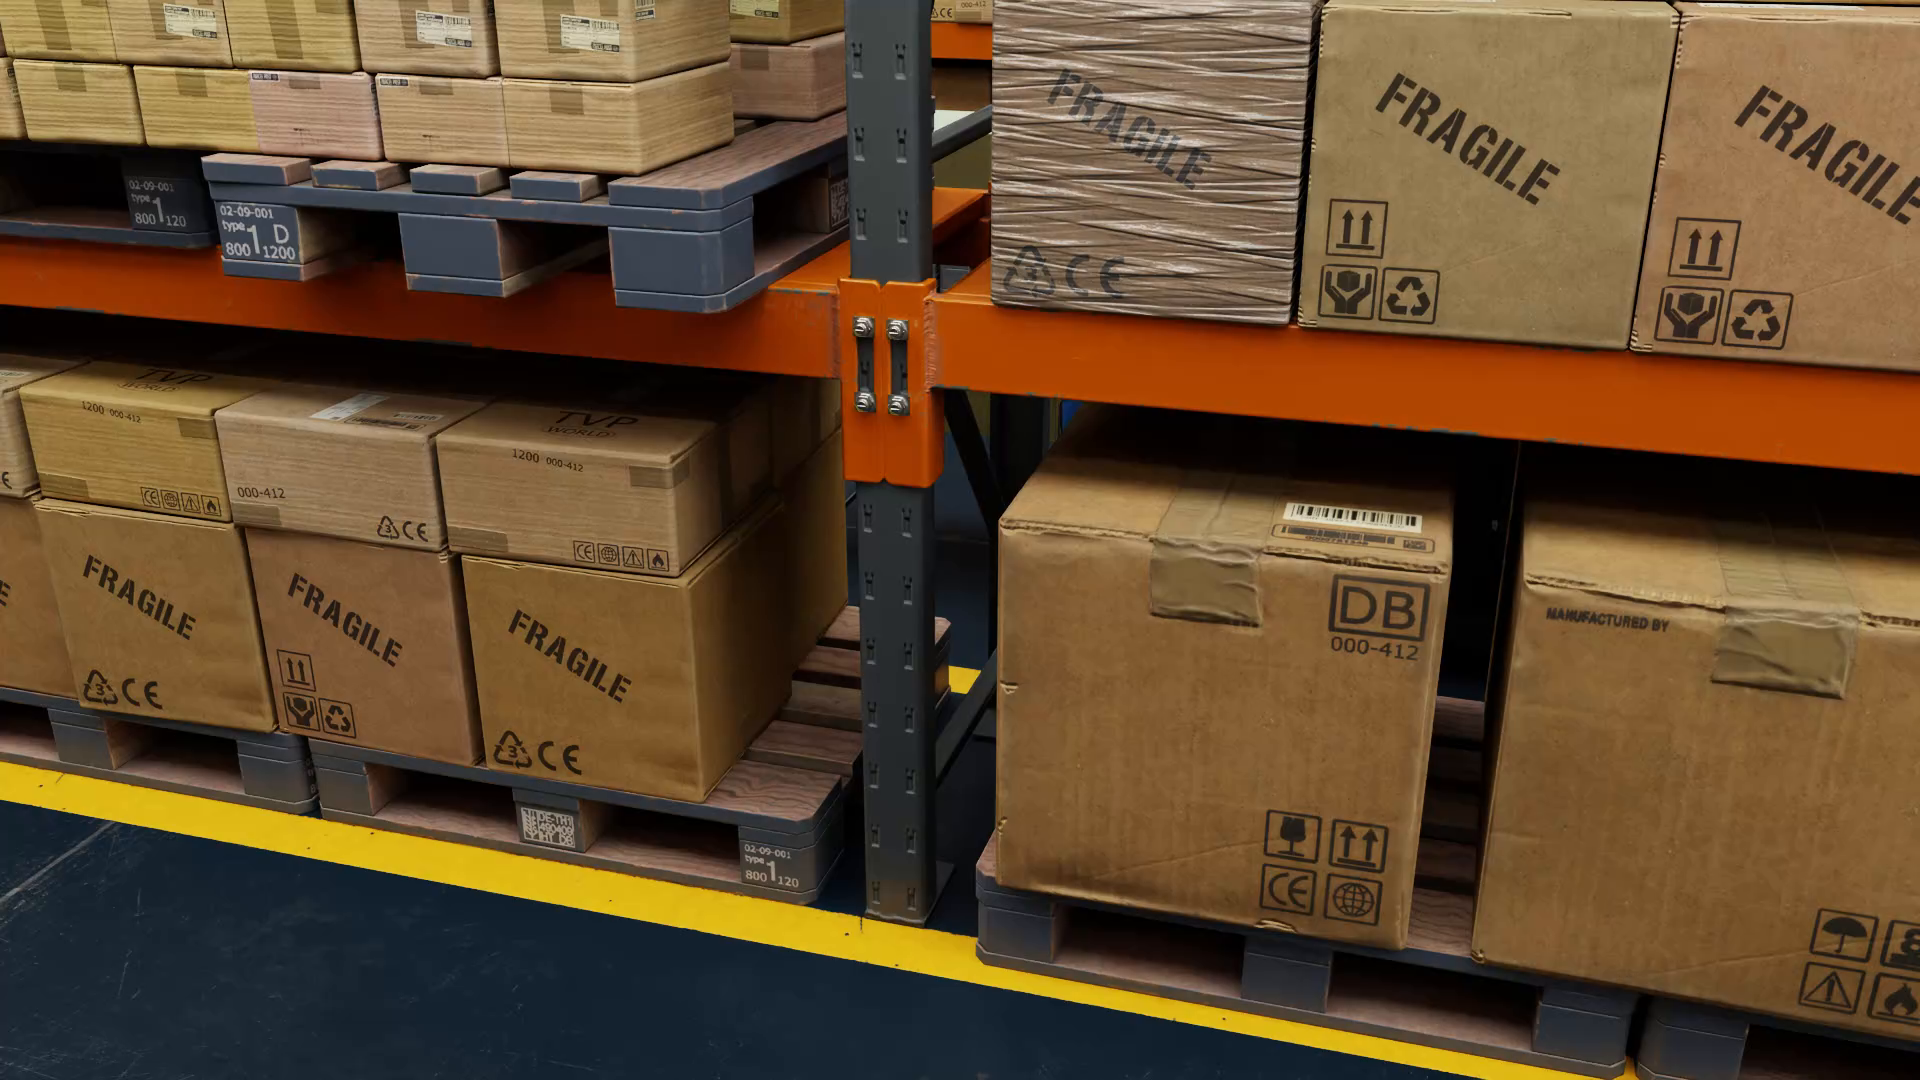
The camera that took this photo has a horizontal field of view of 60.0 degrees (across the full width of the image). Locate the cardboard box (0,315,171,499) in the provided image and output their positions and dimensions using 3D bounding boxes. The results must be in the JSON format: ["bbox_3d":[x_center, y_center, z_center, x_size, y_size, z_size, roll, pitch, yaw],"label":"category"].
[{"bbox_3d":[-2.190,-0.322,3.855,0.500,0.250,0.500,7,23,18],"label":"cardboard box"}]

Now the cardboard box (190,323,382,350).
[{"bbox_3d":[-1.535,-0.454,4.175,0.500,0.250,0.500,7,23,16],"label":"cardboard box"}]

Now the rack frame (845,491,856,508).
[{"bbox_3d":[-0.344,-0.733,5.081,0.023,1.500,0.400,7,23,16],"label":"rack frame"}]

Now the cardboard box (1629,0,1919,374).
[{"bbox_3d":[1.333,-0.580,2.599,0.500,0.500,0.500,7,23,15],"label":"cardboard box"}]

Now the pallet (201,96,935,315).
[{"bbox_3d":[-0.702,-0.741,3.378,1.003,0.211,1.213,7,23,16],"label":"pallet"}]

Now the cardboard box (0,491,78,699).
[{"bbox_3d":[-2.175,0.020,4.009,0.500,0.500,0.500,7,23,16],"label":"cardboard box"}]

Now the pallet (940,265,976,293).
[{"bbox_3d":[0.611,-1.424,8.463,1.213,0.211,1.003,7,23,16],"label":"pallet"}]

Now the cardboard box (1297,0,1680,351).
[{"bbox_3d":[0.851,-0.635,2.734,0.500,0.500,0.500,6,23,15],"label":"cardboard box"}]

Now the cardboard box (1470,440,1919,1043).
[{"bbox_3d":[1.406,0.250,3.119,0.750,0.750,1.050,7,23,16],"label":"cardboard box"}]

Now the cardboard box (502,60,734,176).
[{"bbox_3d":[-0.594,-0.756,2.938,0.250,0.149,0.380,7,23,16],"label":"cardboard box"}]

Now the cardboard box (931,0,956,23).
[{"bbox_3d":[-0.186,-2.603,7.862,0.500,0.250,0.500,6,23,15],"label":"cardboard box"}]

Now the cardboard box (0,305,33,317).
[{"bbox_3d":[-2.544,-0.563,4.442,0.500,0.250,0.500,8,24,18],"label":"cardboard box"}]

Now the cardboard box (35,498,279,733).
[{"bbox_3d":[-1.701,0.084,3.853,0.500,0.500,0.500,5,23,13],"label":"cardboard box"}]

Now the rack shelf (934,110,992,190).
[{"bbox_3d":[0.006,-1.054,4.836,0.720,0.370,0.431,7,23,16],"label":"rack shelf"}]

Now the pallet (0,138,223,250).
[{"bbox_3d":[-1.896,-0.904,3.774,1.213,0.211,1.003,7,23,16],"label":"pallet"}]

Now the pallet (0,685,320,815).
[{"bbox_3d":[-1.901,0.279,4.312,1.213,0.211,1.003,7,23,16],"label":"pallet"}]

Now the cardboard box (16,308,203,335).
[{"bbox_3d":[-2.034,-0.510,4.314,0.500,0.250,0.500,5,23,13],"label":"cardboard box"}]

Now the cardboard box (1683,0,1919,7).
[{"bbox_3d":[1.415,-1.136,2.639,0.500,0.500,0.700,6,23,15],"label":"cardboard box"}]

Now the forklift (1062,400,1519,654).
[{"bbox_3d":[1.845,-1.152,4.216,3.031,2.935,1.130,8,24,18],"label":"forklift"}]

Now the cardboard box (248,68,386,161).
[{"bbox_3d":[-1.077,-0.812,3.074,0.250,0.149,0.380,7,23,16],"label":"cardboard box"}]

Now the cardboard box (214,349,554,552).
[{"bbox_3d":[-1.206,-0.207,3.573,0.500,0.250,0.500,7,23,16],"label":"cardboard box"}]

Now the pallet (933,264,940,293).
[{"bbox_3d":[-0.553,-1.558,8.791,1.213,0.211,1.003,7,23,16],"label":"pallet"}]

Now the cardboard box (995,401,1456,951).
[{"bbox_3d":[0.568,0.155,3.350,0.750,0.750,1.050,6,23,15],"label":"cardboard box"}]

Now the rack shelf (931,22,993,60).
[{"bbox_3d":[-0.570,-2.487,8.328,4.000,0.370,1.077,7,23,16],"label":"rack shelf"}]

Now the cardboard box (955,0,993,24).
[{"bbox_3d":[0.291,-2.542,7.713,0.500,0.250,0.500,7,23,16],"label":"cardboard box"}]

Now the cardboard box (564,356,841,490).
[{"bbox_3d":[-0.579,-0.339,3.896,0.500,0.250,0.500,5,23,13],"label":"cardboard box"}]

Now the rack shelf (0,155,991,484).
[{"bbox_3d":[-1.904,-0.677,3.916,4.000,0.370,1.077,7,23,16],"label":"rack shelf"}]

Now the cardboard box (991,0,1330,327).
[{"bbox_3d":[0.363,-0.690,2.867,0.500,0.500,0.500,7,23,16],"label":"cardboard box"}]

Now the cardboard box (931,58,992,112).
[{"bbox_3d":[-0.146,-2.017,8.481,0.875,0.875,0.875,7,23,16],"label":"cardboard box"}]

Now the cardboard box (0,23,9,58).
[{"bbox_3d":[-1.829,-1.036,3.228,0.250,0.149,0.380,7,23,17],"label":"cardboard box"}]

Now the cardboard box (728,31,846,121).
[{"bbox_3d":[-0.359,-0.991,3.512,0.250,0.149,0.380,6,23,15],"label":"cardboard box"}]

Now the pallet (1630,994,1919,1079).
[{"bbox_3d":[1.908,0.748,3.169,1.213,0.211,1.003,7,23,16],"label":"pallet"}]

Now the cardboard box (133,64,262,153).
[{"bbox_3d":[-1.315,-0.840,3.144,0.250,0.149,0.380,6,23,15],"label":"cardboard box"}]

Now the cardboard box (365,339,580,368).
[{"bbox_3d":[-1.065,-0.395,4.032,0.500,0.250,0.500,6,23,15],"label":"cardboard box"}]

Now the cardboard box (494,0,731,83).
[{"bbox_3d":[-0.593,-0.895,2.885,0.250,0.149,0.380,7,23,17],"label":"cardboard box"}]

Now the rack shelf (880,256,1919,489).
[{"bbox_3d":[1.926,-0.239,2.847,4.000,0.370,1.077,7,23,16],"label":"rack shelf"}]

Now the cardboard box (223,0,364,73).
[{"bbox_3d":[-1.102,-0.952,3.023,0.250,0.149,0.380,7,23,17],"label":"cardboard box"}]

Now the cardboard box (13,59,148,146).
[{"bbox_3d":[-1.573,-0.869,3.215,0.250,0.149,0.380,6,23,13],"label":"cardboard box"}]

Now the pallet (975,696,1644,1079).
[{"bbox_3d":[0.744,0.613,3.497,1.213,0.211,1.003,7,23,16],"label":"pallet"}]

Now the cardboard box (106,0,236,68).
[{"bbox_3d":[-1.341,-0.979,3.091,0.250,0.149,0.380,7,23,16],"label":"cardboard box"}]

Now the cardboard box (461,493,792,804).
[{"bbox_3d":[-0.694,0.194,3.584,0.500,0.500,0.500,6,23,15],"label":"cardboard box"}]

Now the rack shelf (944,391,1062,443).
[{"bbox_3d":[0.006,-0.392,5.107,0.720,0.370,0.431,7,23,16],"label":"rack shelf"}]

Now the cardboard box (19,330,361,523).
[{"bbox_3d":[-1.688,-0.268,3.723,0.500,0.250,0.500,7,23,17],"label":"cardboard box"}]

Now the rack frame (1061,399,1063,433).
[{"bbox_3d":[0.357,-0.653,4.886,0.023,1.500,0.400,7,23,16],"label":"rack frame"}]

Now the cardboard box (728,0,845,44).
[{"bbox_3d":[-0.393,-1.132,3.464,0.250,0.149,0.380,8,24,18],"label":"cardboard box"}]

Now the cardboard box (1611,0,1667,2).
[{"bbox_3d":[0.923,-1.192,2.774,0.500,0.500,0.700,6,23,15],"label":"cardboard box"}]

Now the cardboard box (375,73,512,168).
[{"bbox_3d":[-0.831,-0.784,3.006,0.250,0.149,0.380,6,23,15],"label":"cardboard box"}]

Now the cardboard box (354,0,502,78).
[{"bbox_3d":[-0.849,-0.924,2.955,0.250,0.149,0.380,7,23,18],"label":"cardboard box"}]

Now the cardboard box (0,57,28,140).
[{"bbox_3d":[-1.820,-0.898,3.285,0.250,0.149,0.380,7,23,17],"label":"cardboard box"}]

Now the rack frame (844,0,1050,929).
[{"bbox_3d":[0.011,-0.791,3.245,0.127,3.000,1.000,7,23,16],"label":"rack frame"}]

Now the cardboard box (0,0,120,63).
[{"bbox_3d":[-1.579,-1.007,3.159,0.250,0.149,0.380,6,23,15],"label":"cardboard box"}]

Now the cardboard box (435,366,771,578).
[{"bbox_3d":[-0.719,-0.155,3.448,0.500,0.250,0.500,6,23,14],"label":"cardboard box"}]

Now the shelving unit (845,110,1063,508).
[{"bbox_3d":[0.006,-0.693,4.984,0.755,1.500,0.431,7,23,16],"label":"shelving unit"}]

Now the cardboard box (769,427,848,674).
[{"bbox_3d":[-0.592,0.001,4.055,0.500,0.500,0.500,6,23,13],"label":"cardboard box"}]

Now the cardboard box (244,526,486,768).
[{"bbox_3d":[-1.190,0.136,3.726,0.500,0.500,0.500,8,23,18],"label":"cardboard box"}]

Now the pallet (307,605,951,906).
[{"bbox_3d":[-0.737,0.413,3.985,1.213,0.211,1.003,7,23,16],"label":"pallet"}]
